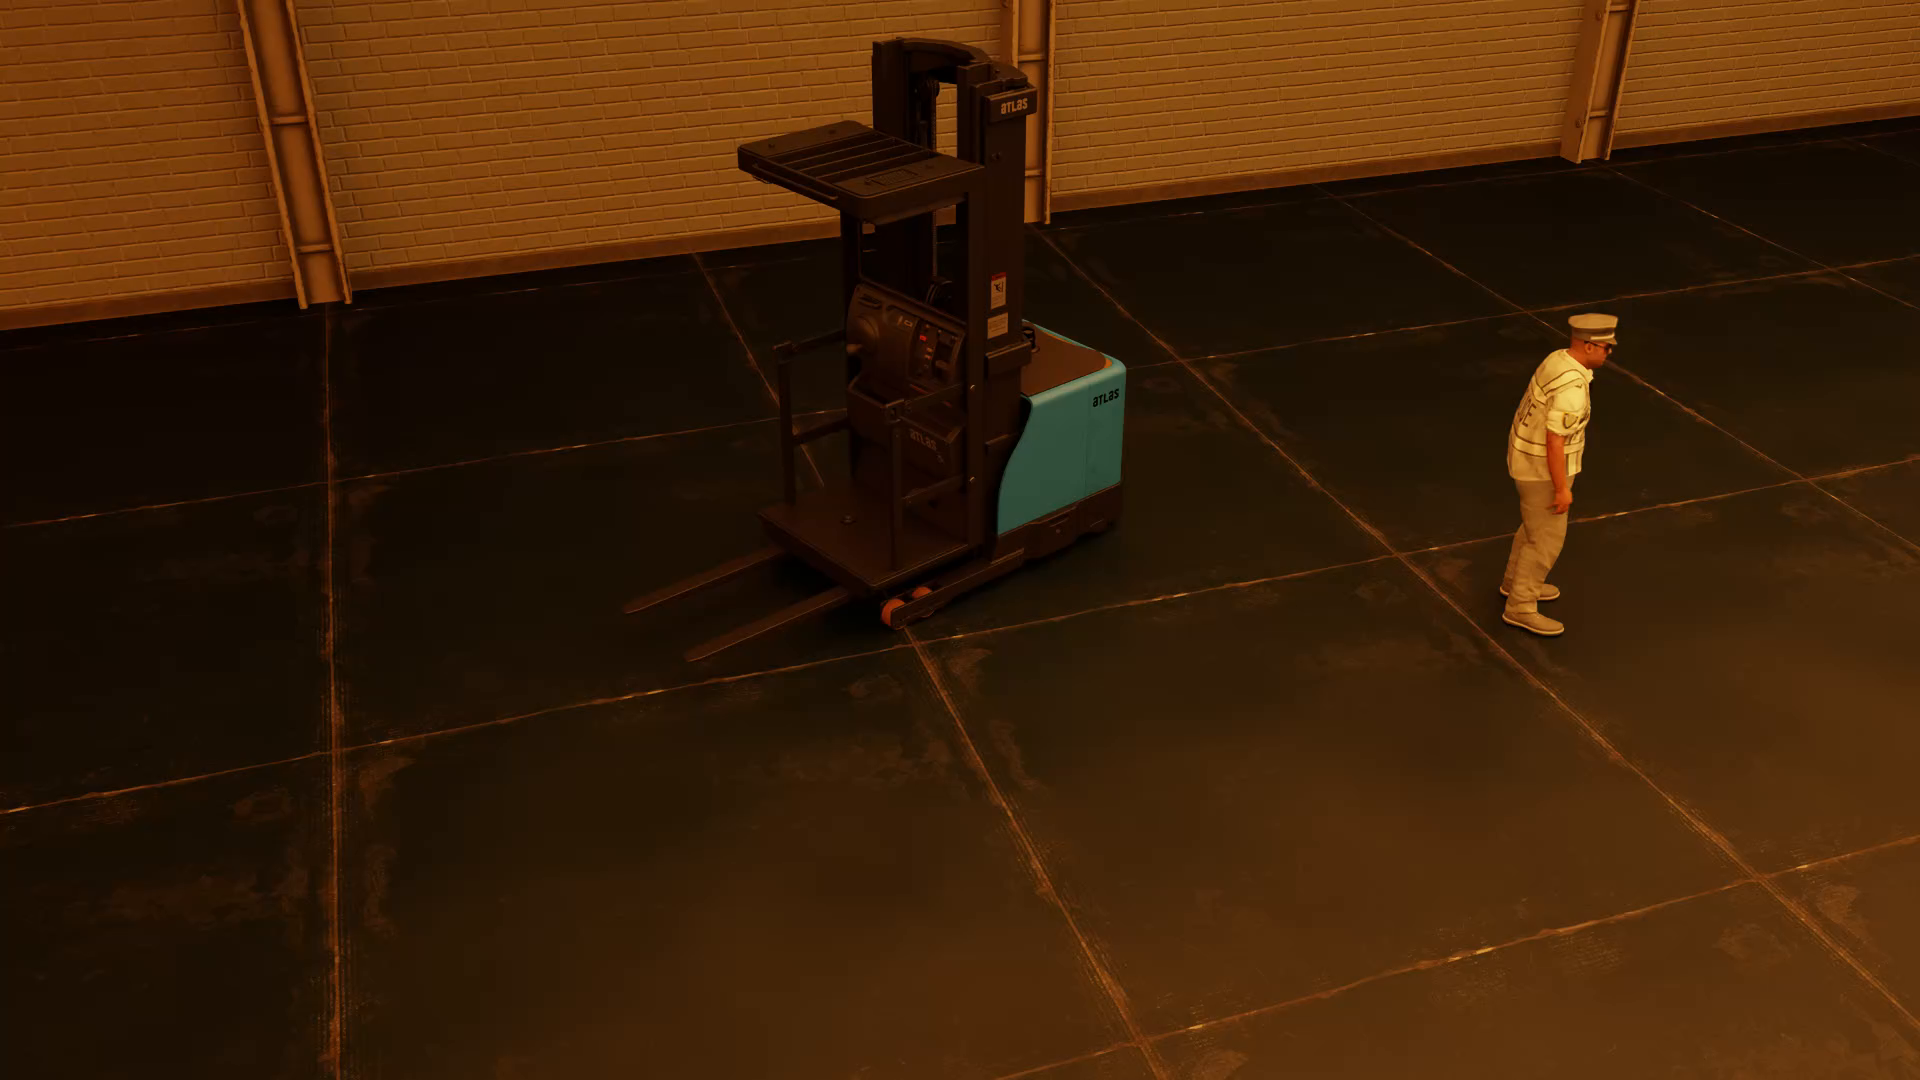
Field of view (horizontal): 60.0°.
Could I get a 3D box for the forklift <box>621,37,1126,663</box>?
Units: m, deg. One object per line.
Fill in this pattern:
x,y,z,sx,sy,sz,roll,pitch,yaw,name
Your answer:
-0.461,-1.072,8.951,3.031,2.935,1.130,-23,37,-34,forklift

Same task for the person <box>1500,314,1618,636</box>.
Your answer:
3.164,-0.386,8.942,0.433,1.748,0.595,7,31,12,person
